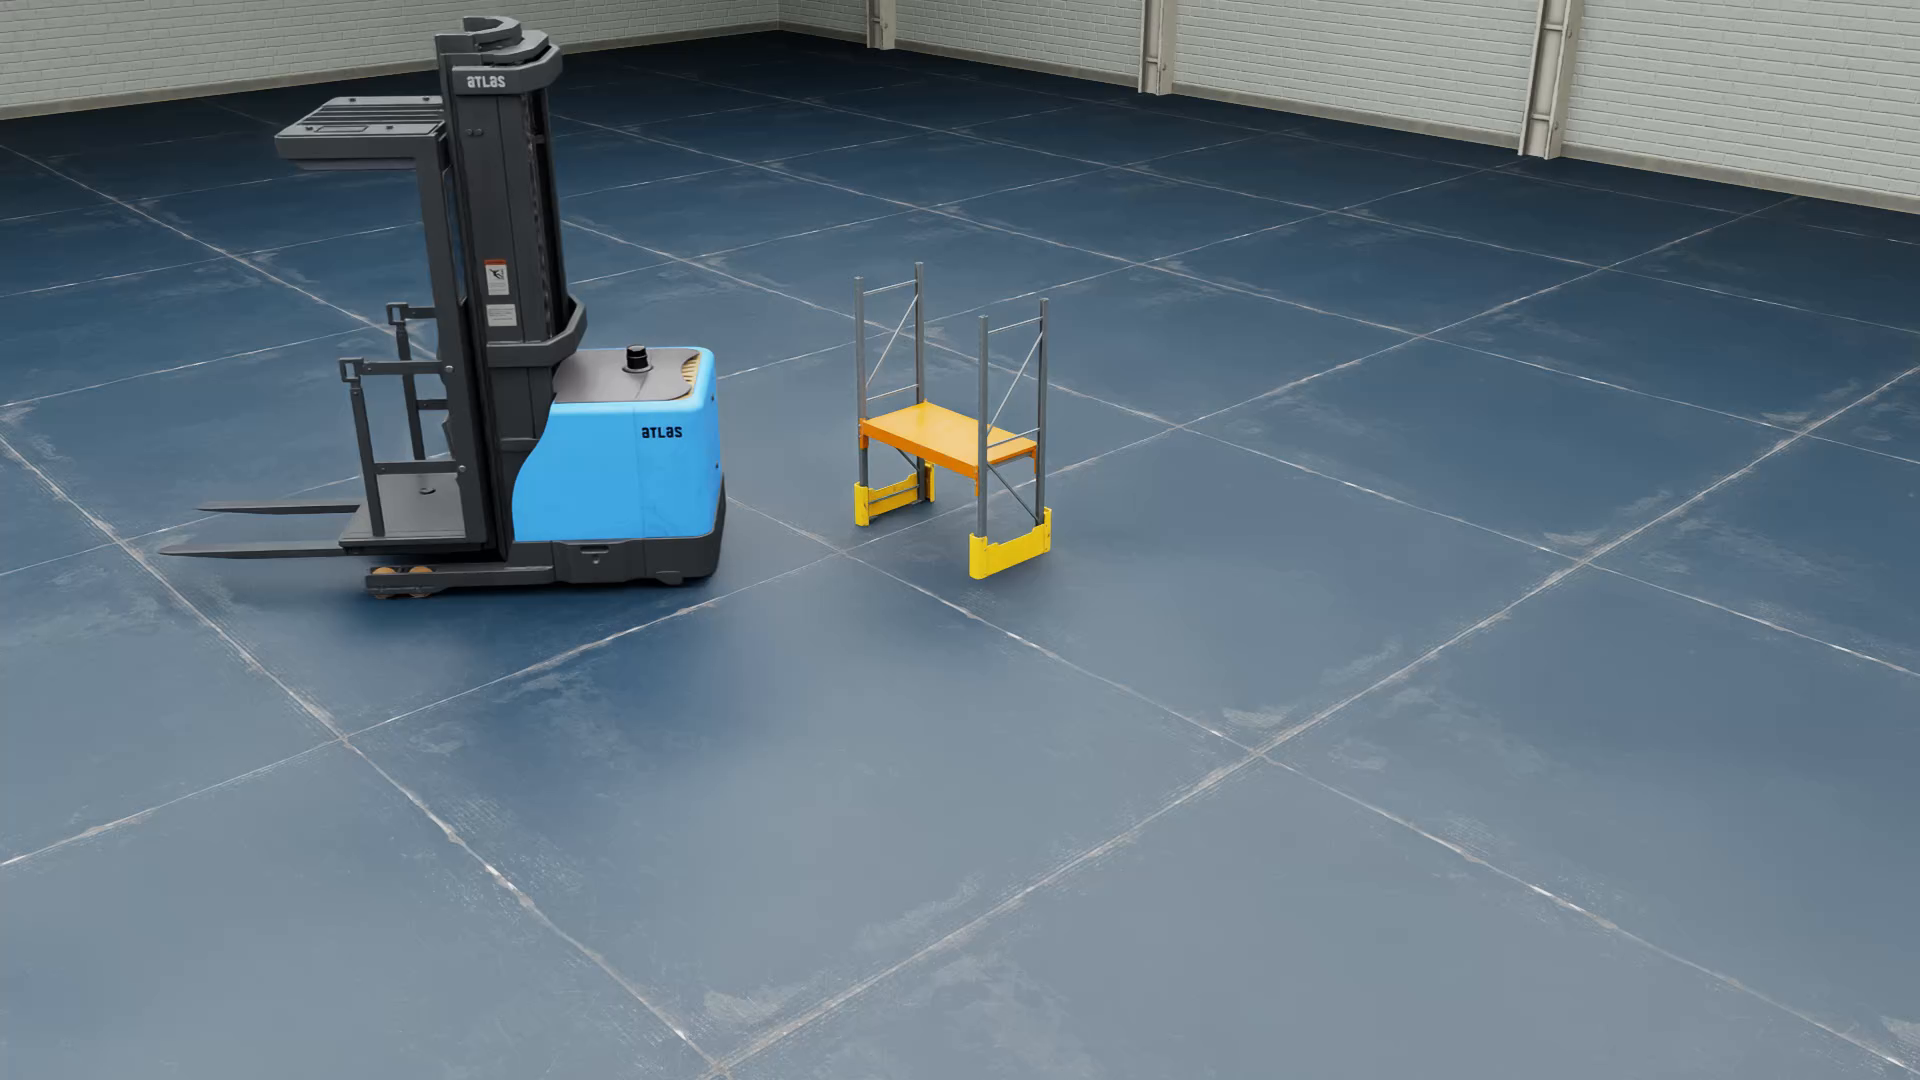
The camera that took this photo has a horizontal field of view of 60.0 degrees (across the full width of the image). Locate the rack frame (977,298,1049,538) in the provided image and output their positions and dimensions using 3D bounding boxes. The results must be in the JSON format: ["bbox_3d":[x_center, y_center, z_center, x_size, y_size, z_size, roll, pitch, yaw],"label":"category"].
[{"bbox_3d":[0.289,-0.554,9.158,0.500,1.500,0.032,-21,32,-38],"label":"rack frame"}]

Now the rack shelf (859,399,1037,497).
[{"bbox_3d":[-0.058,-0.545,9.570,0.538,0.185,1.000,-21,32,-38],"label":"rack shelf"}]

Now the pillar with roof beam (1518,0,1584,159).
[{"bbox_3d":[3.750,-7.452,15.242,9.100,9.000,0.400,-21,32,-38],"label":"pillar with roof beam"}]

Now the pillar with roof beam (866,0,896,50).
[{"bbox_3d":[-4.452,-11.087,23.211,9.100,9.000,0.400,-21,32,-38],"label":"pillar with roof beam"}]

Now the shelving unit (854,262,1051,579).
[{"bbox_3d":[-0.052,-0.705,9.489,0.587,1.500,1.083,-21,32,-38],"label":"shelving unit"}]

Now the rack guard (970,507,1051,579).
[{"bbox_3d":[0.288,0.014,9.418,0.587,0.250,0.087,-21,32,-38],"label":"rack guard"}]

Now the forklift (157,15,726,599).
[{"bbox_3d":[-2.889,-1.242,8.940,3.031,2.935,1.130,-2,25,-4],"label":"forklift"}]

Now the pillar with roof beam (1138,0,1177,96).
[{"bbox_3d":[-0.351,-9.269,19.227,9.100,9.000,0.400,-21,32,-38],"label":"pillar with roof beam"}]

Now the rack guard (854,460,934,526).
[{"bbox_3d":[-0.392,-0.288,10.079,0.587,0.250,0.087,-21,32,-38],"label":"rack guard"}]

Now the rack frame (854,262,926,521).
[{"bbox_3d":[-0.406,-0.862,9.833,0.500,1.500,0.032,-21,32,-38],"label":"rack frame"}]
